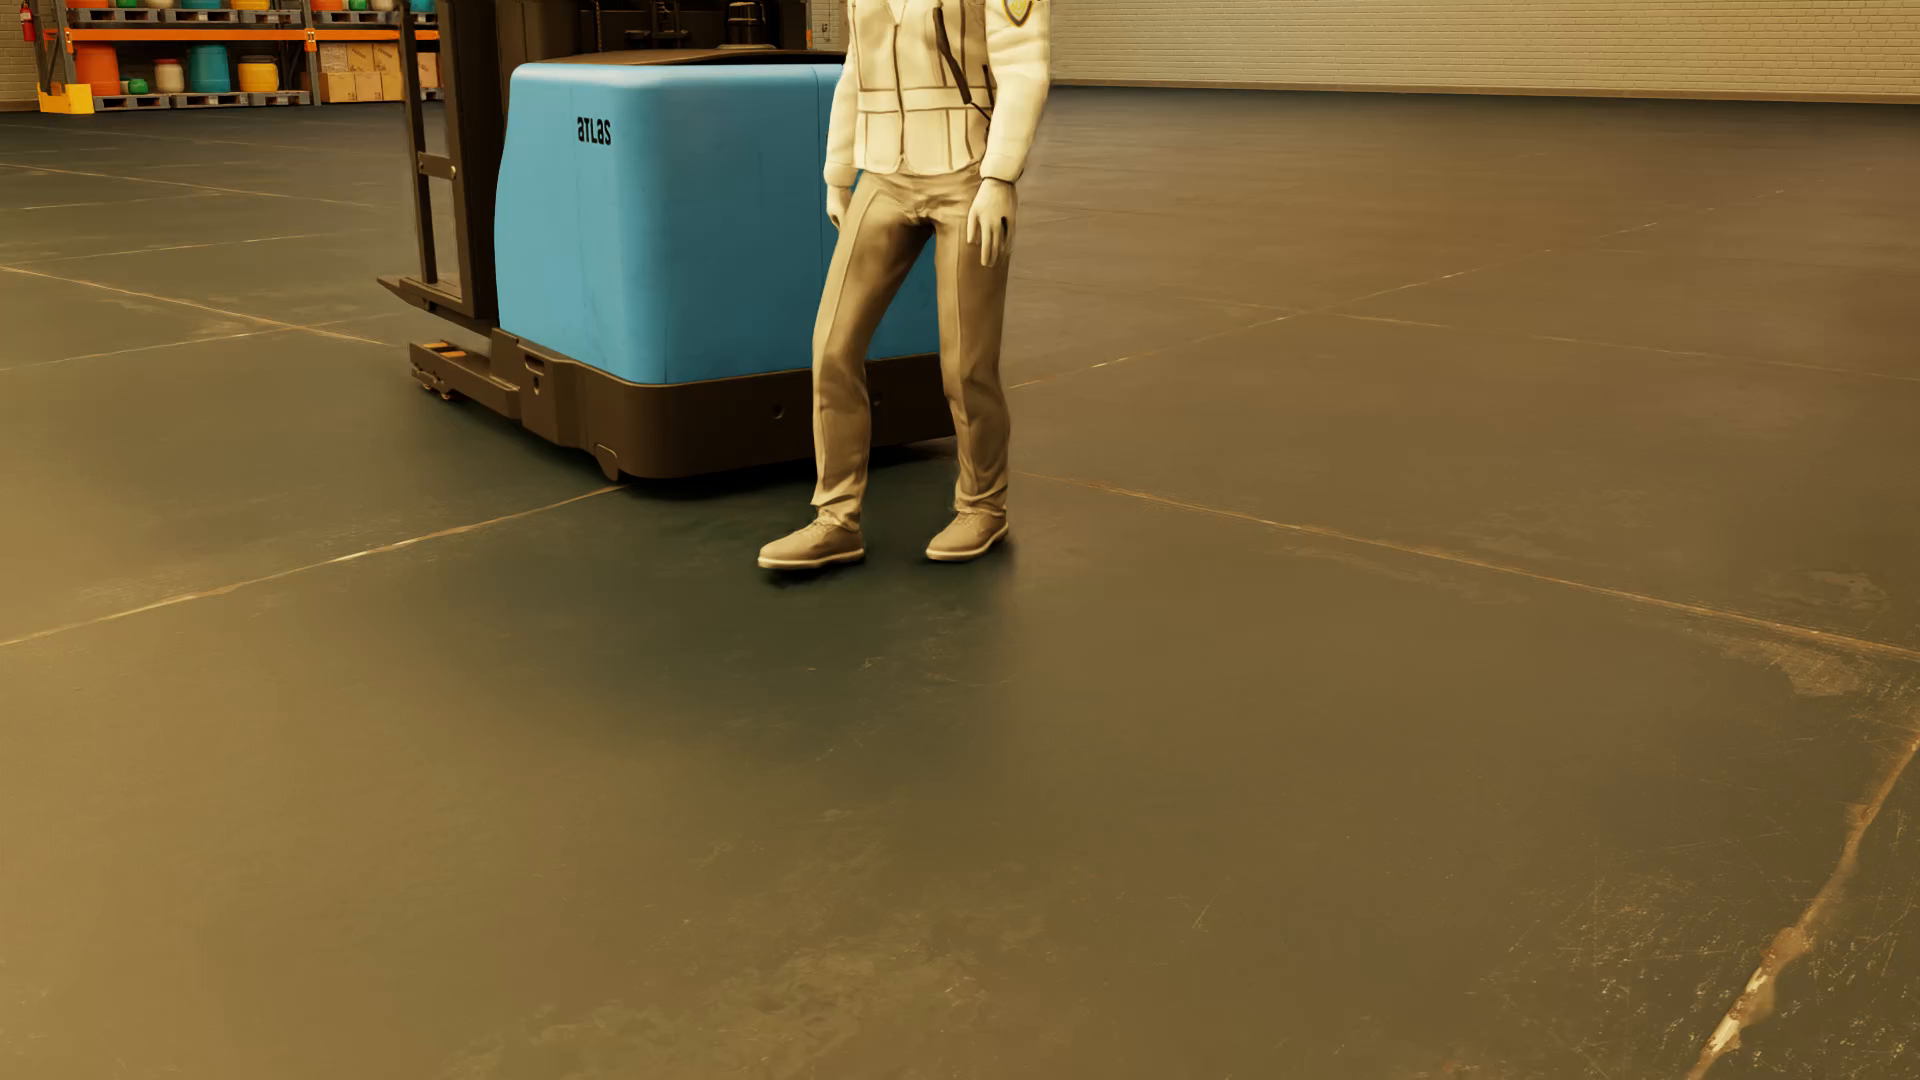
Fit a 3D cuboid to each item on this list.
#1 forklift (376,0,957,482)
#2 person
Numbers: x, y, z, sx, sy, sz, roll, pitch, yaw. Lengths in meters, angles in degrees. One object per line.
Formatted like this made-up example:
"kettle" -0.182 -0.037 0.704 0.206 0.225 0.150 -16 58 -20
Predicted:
"forklift" -1.195 -1.925 5.238 1.130 2.935 3.031 -11 20 -32
"person" -0.096 -0.730 3.531 0.615 1.643 0.609 10 19 29
